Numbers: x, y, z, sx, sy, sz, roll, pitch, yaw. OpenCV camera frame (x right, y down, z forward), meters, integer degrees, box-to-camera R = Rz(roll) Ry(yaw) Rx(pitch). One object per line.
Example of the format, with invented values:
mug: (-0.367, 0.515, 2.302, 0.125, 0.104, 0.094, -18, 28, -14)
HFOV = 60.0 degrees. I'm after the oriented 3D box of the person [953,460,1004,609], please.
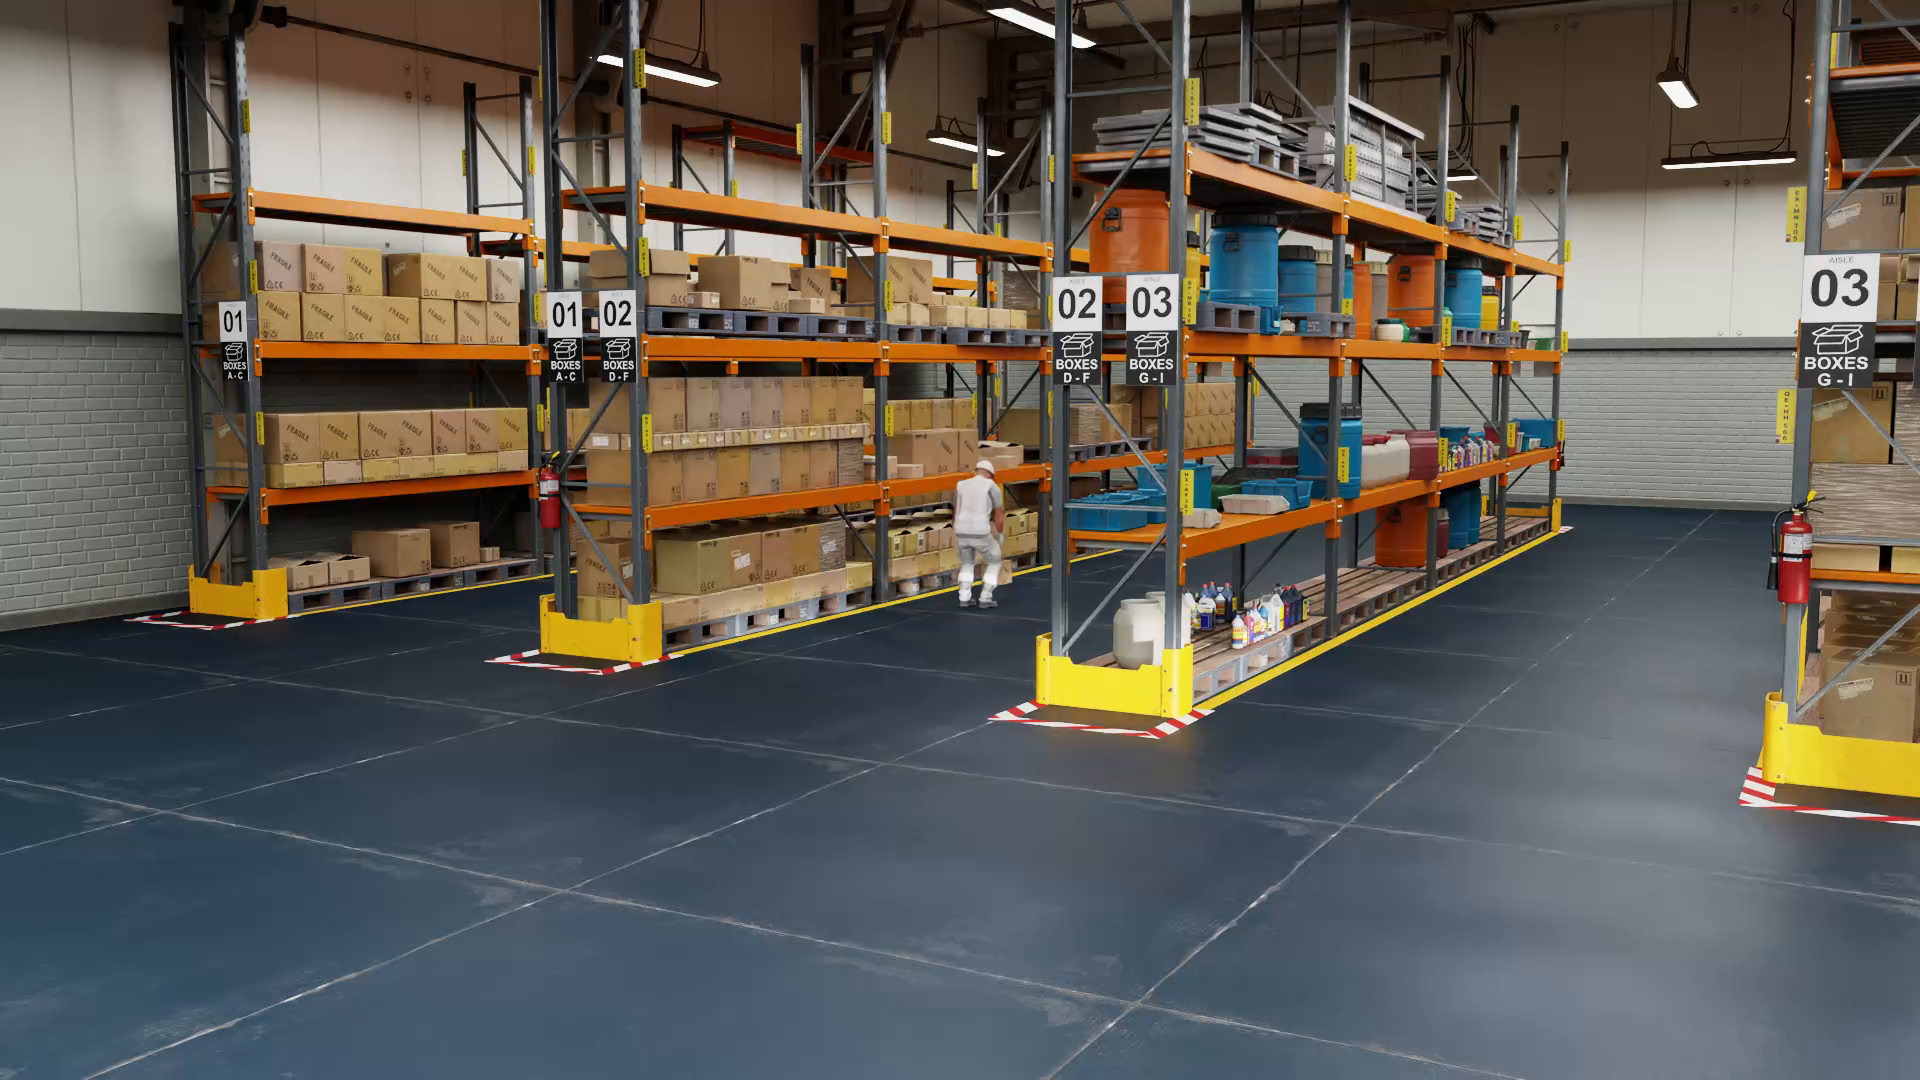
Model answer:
person: (0.176, -0.065, 17.740, 0.577, 1.555, 0.668, 3, 7, 28)
